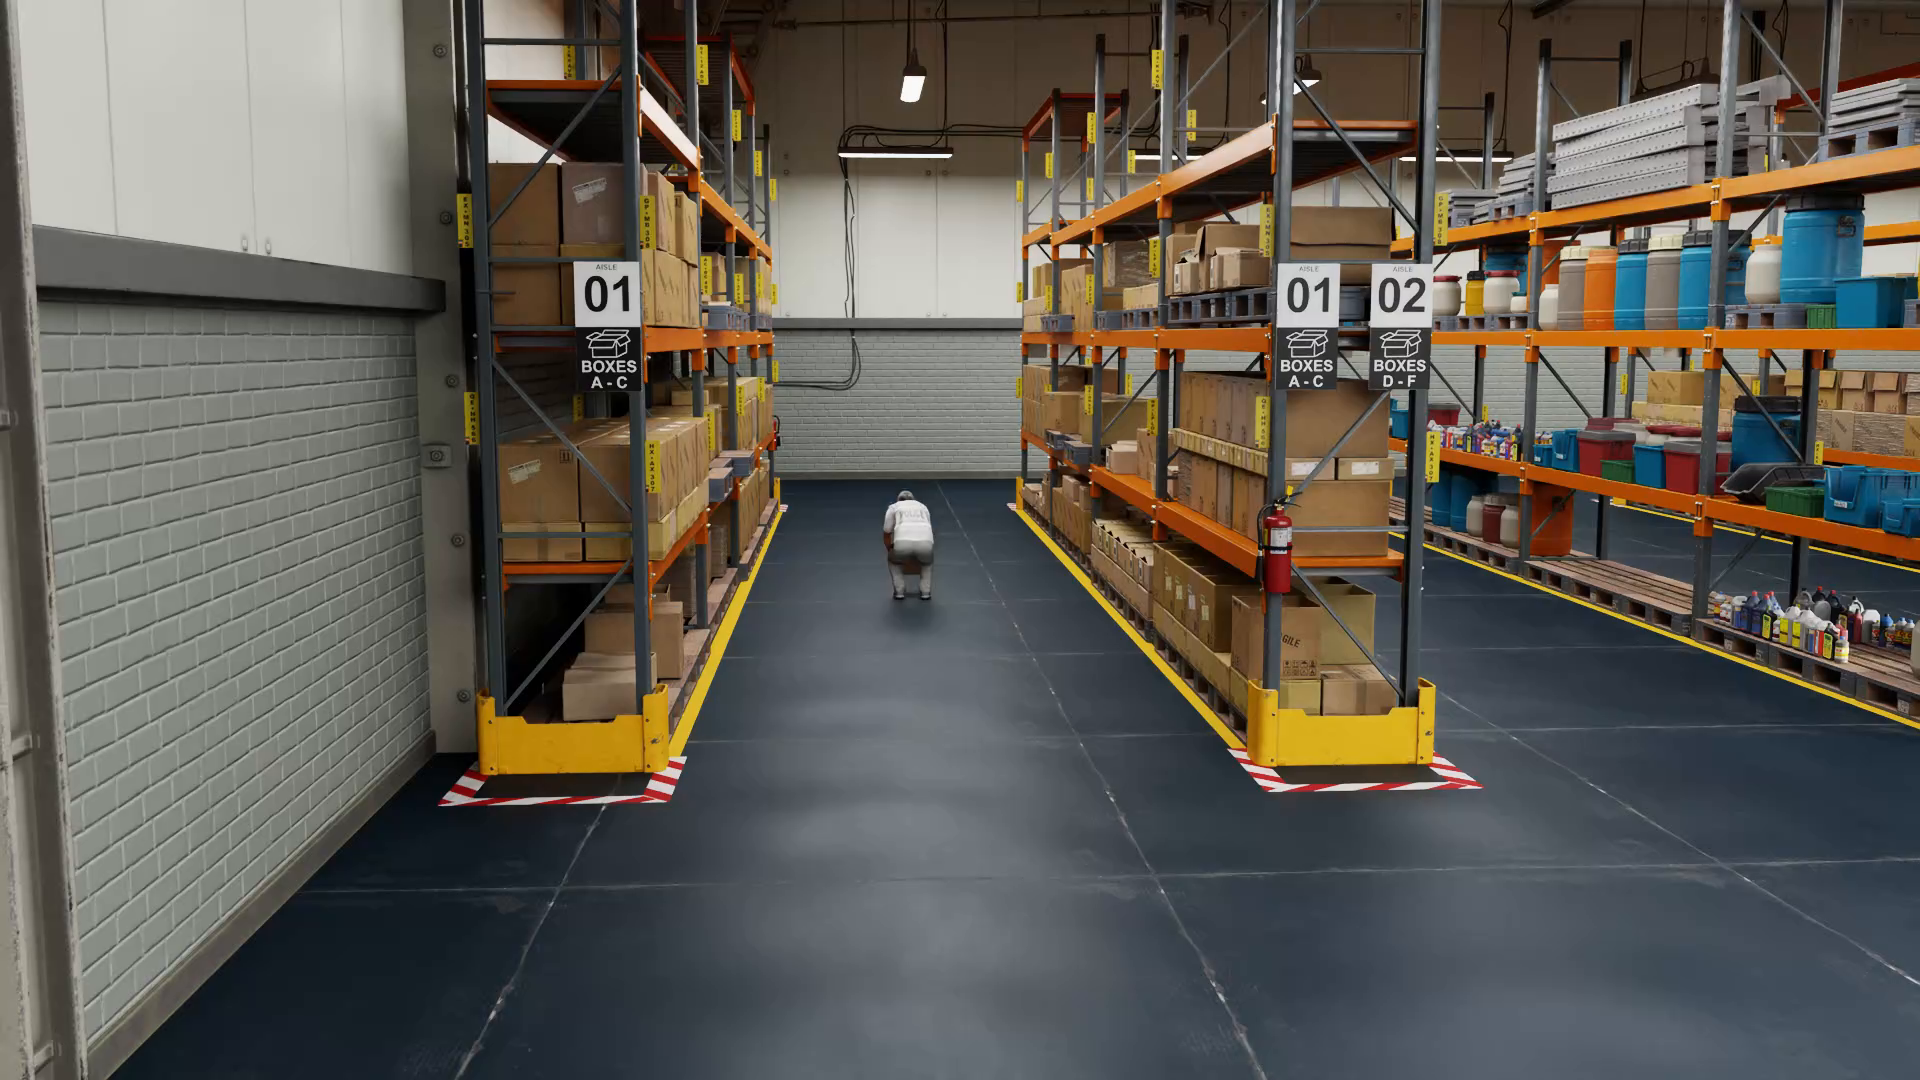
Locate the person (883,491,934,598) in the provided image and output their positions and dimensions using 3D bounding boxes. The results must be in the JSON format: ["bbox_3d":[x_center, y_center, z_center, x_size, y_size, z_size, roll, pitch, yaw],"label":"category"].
[{"bbox_3d":[-0.541,0.055,17.616,0.537,1.108,0.808,0,7,-4],"label":"person"}]
